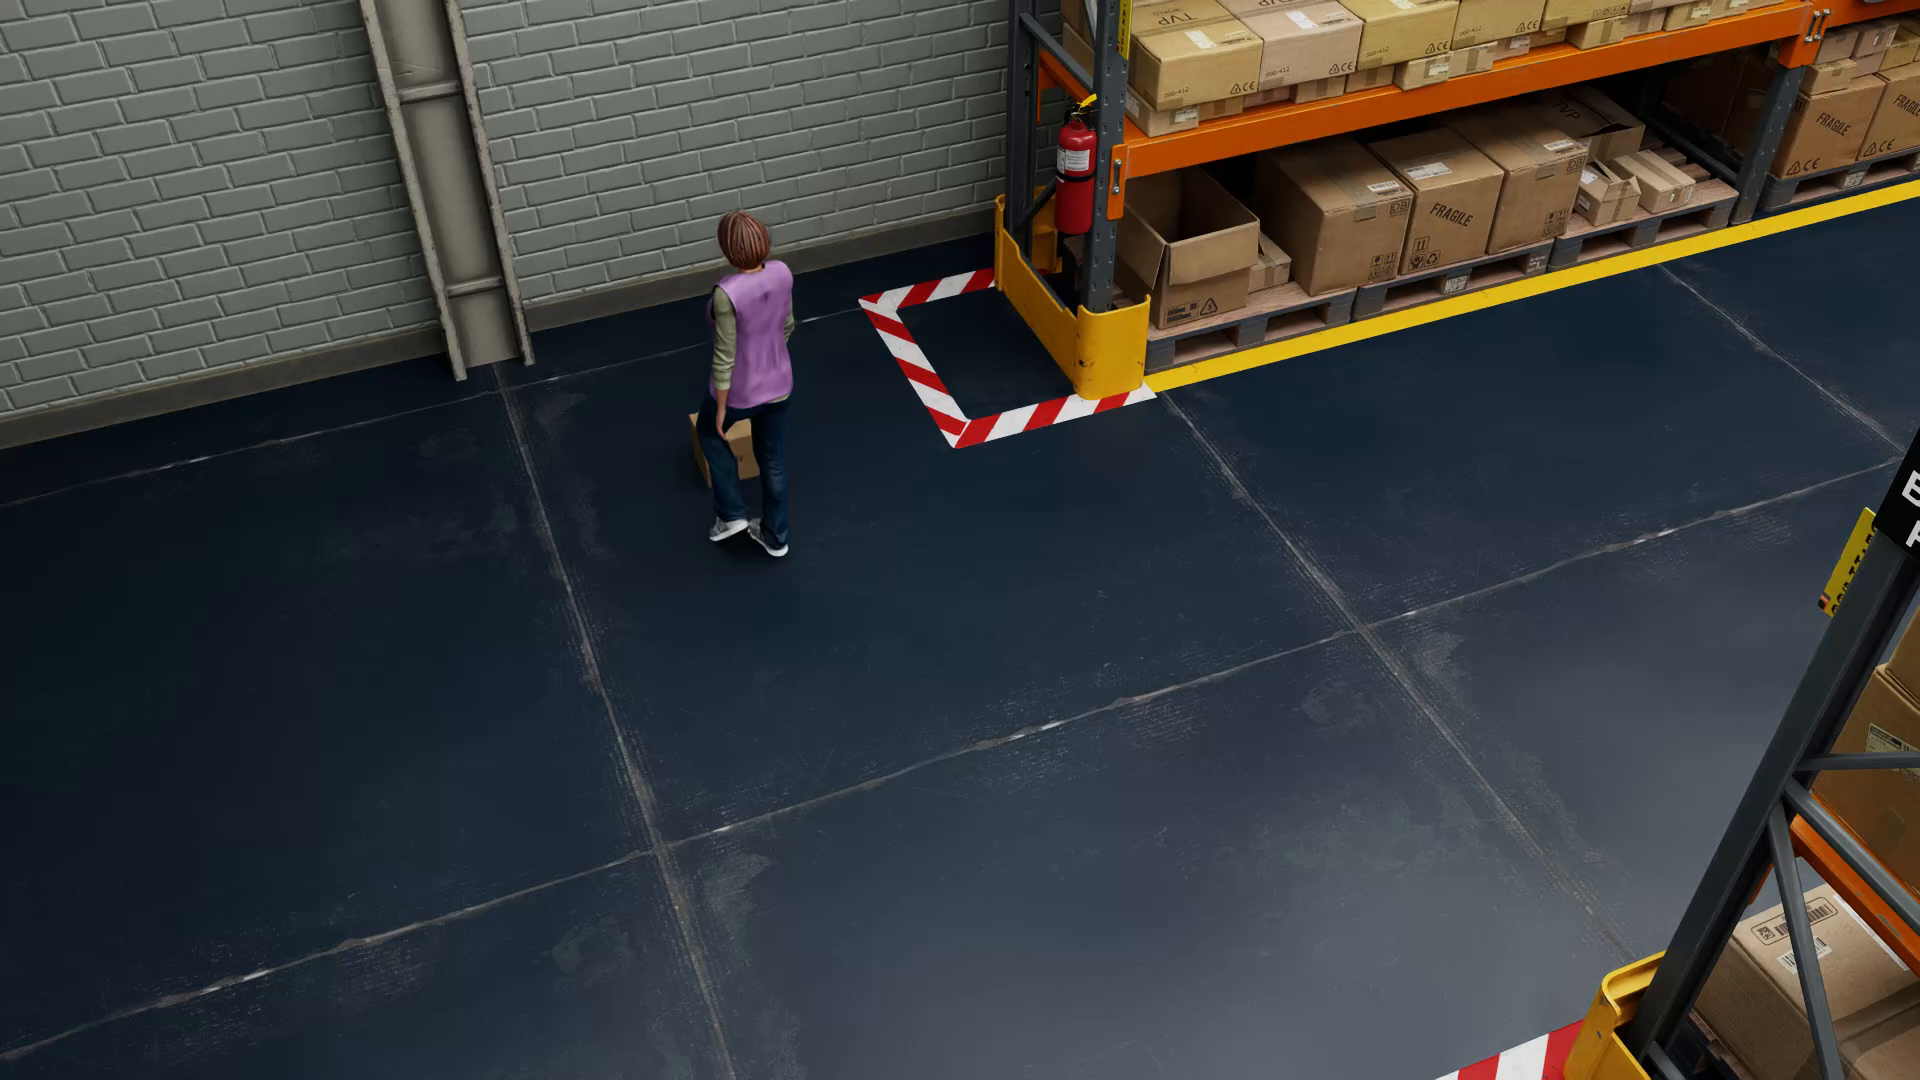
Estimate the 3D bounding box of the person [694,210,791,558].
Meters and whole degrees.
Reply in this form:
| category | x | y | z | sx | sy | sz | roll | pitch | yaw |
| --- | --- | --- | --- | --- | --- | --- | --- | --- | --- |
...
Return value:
| category | x | y | z | sx | sy | sz | roll | pitch | yaw |
| --- | --- | --- | --- | --- | --- | --- | --- | --- | --- |
| person | -0.884 | -0.630 | 6.871 | 0.458 | 1.633 | 0.564 | -26 | 48 | -26 |
